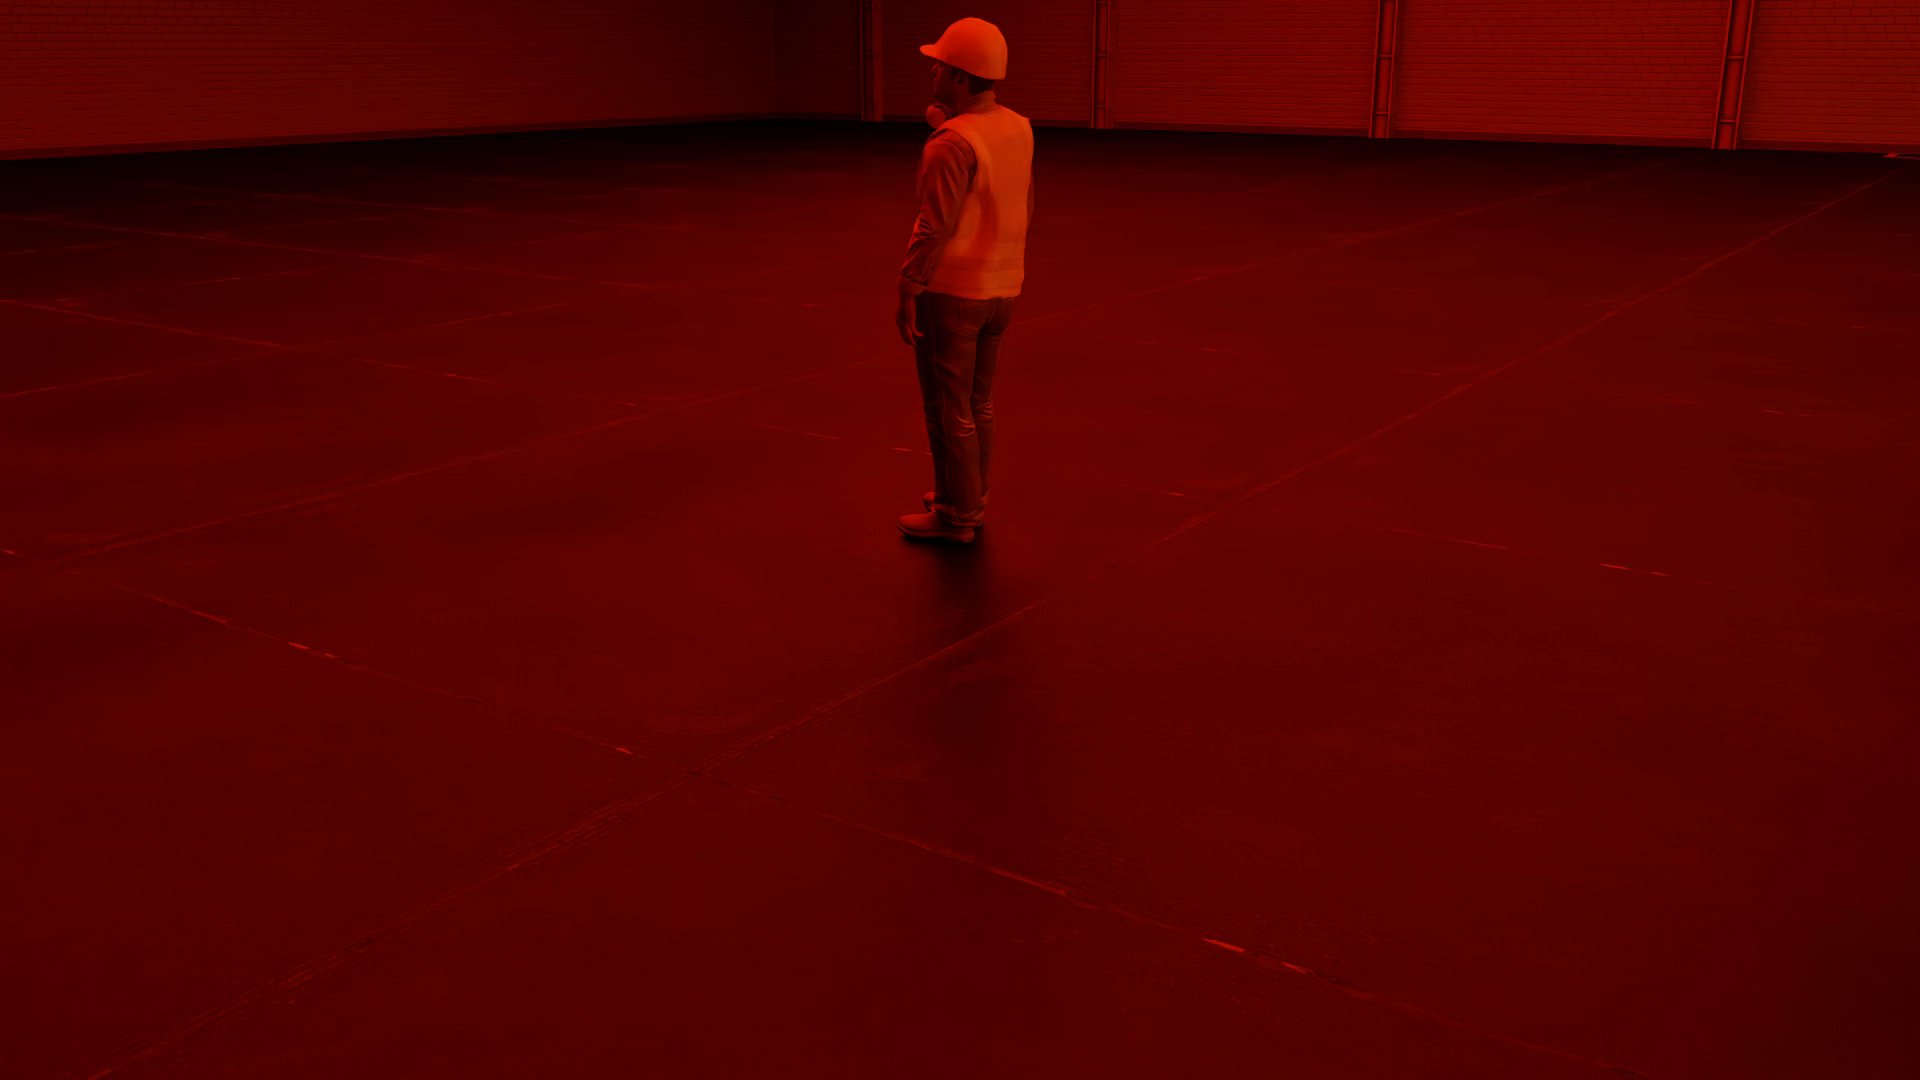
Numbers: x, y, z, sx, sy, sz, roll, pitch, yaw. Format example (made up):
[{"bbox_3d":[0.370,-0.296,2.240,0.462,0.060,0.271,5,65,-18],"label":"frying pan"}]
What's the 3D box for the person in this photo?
[{"bbox_3d":[-0.048,-0.867,5.733,0.566,1.770,0.634,11,20,33],"label":"person"}]
